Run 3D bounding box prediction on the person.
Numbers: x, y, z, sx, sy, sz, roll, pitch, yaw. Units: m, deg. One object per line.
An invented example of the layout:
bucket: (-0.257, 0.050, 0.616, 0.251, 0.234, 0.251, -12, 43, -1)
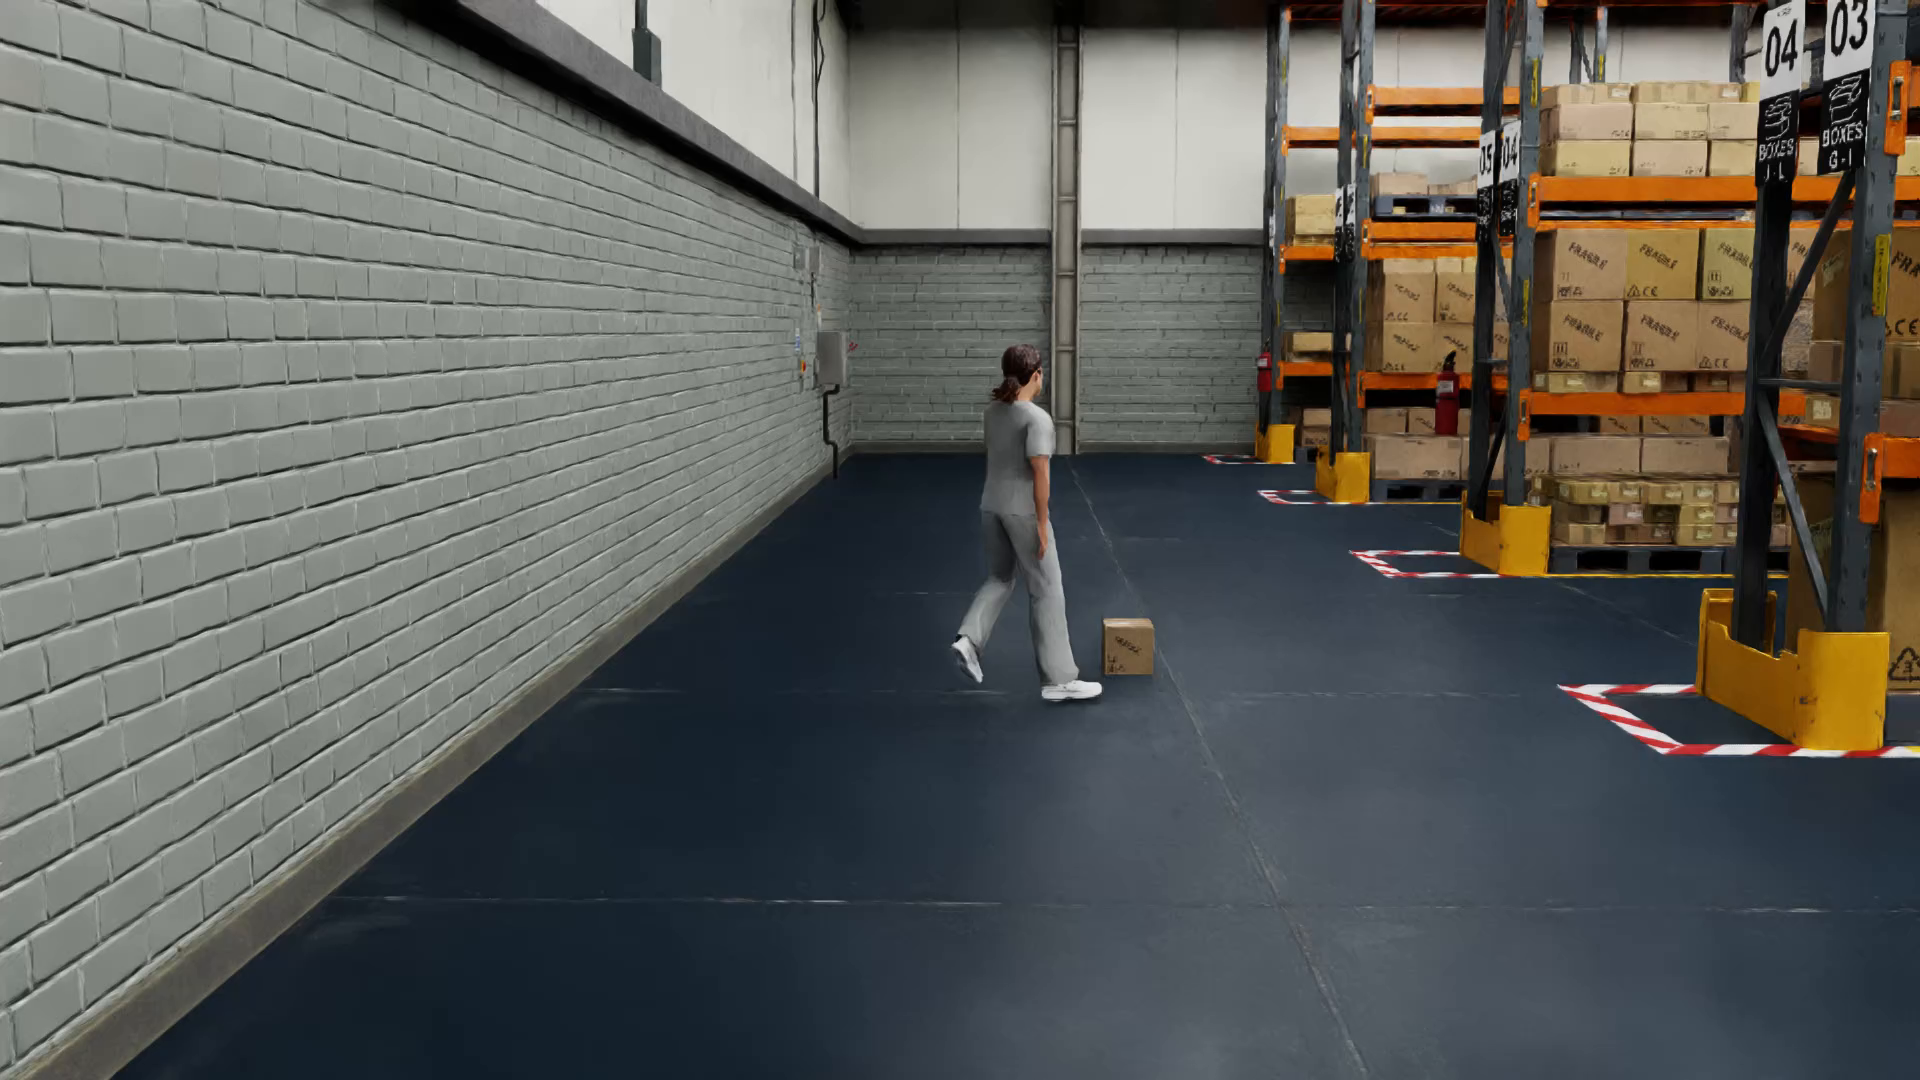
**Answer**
person: (0.272, -0.080, 7.824, 0.599, 1.656, 0.598, -7, 10, -44)
